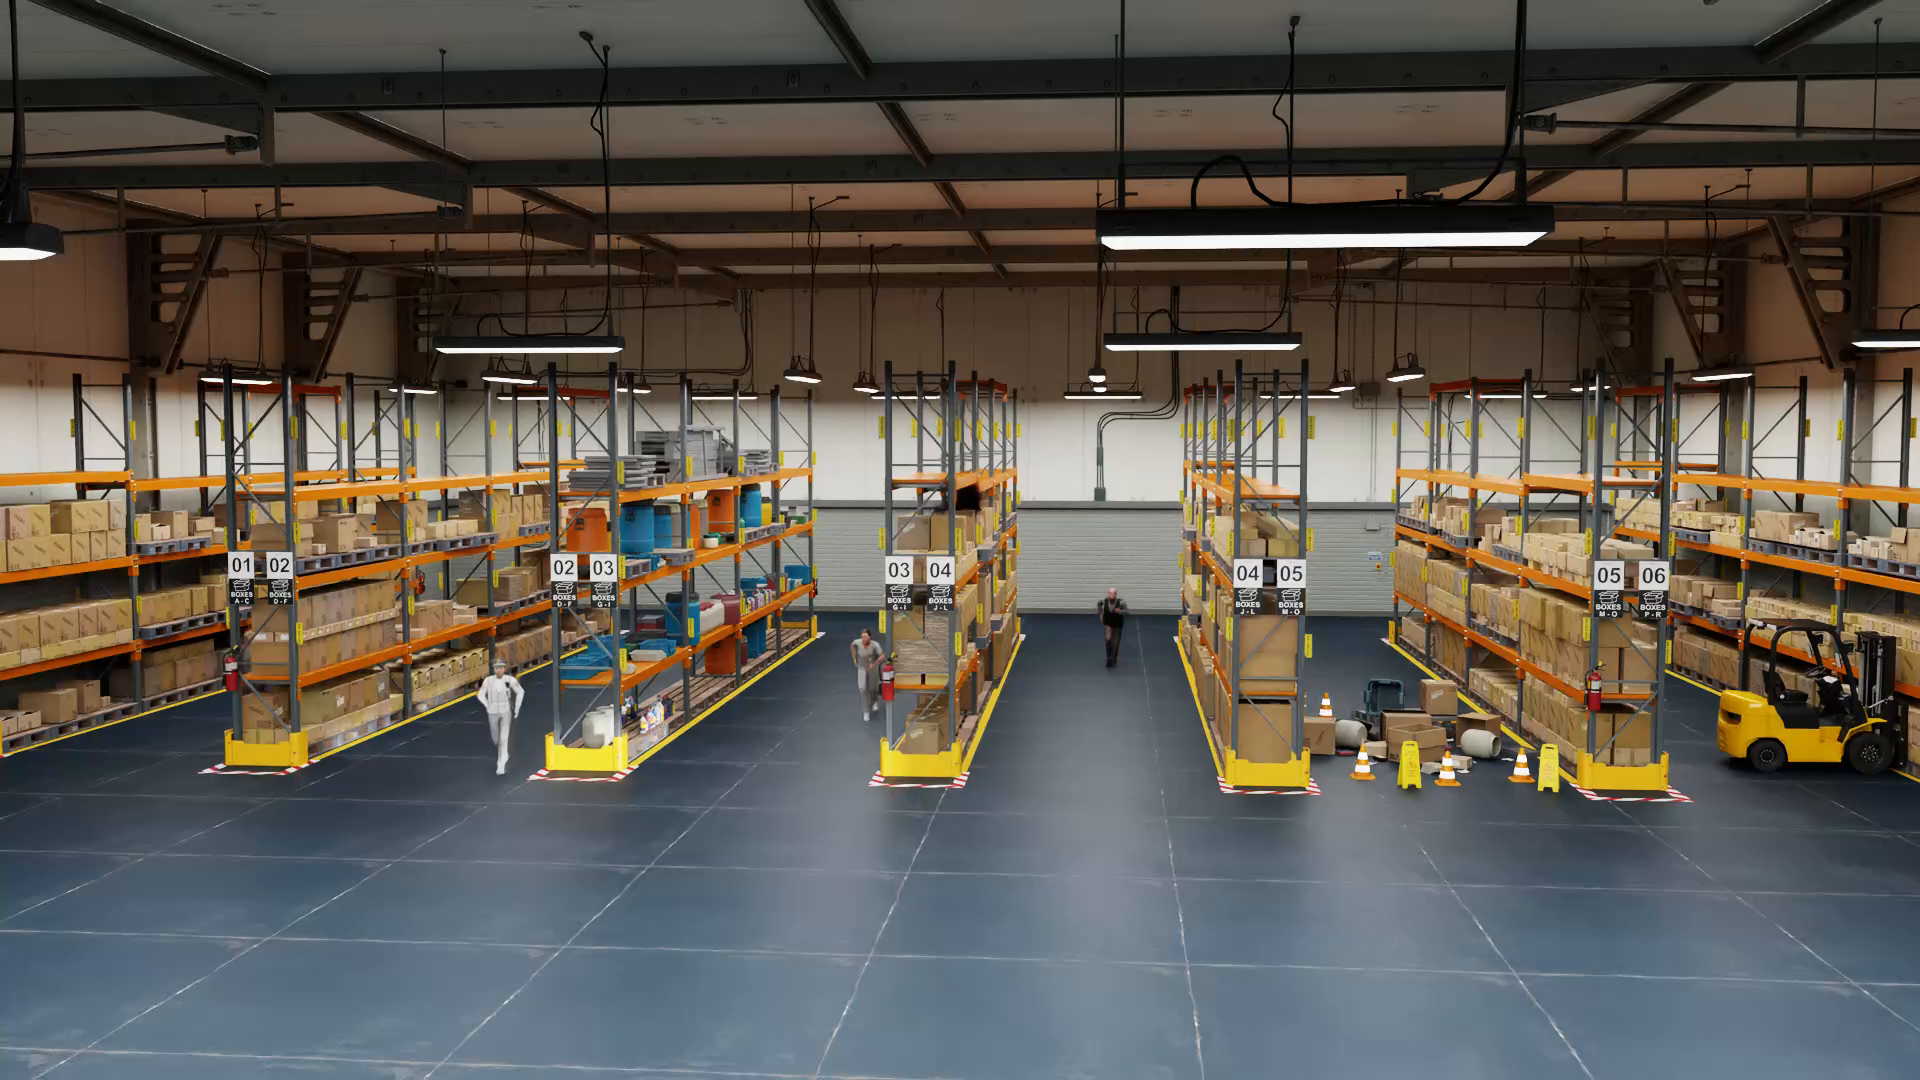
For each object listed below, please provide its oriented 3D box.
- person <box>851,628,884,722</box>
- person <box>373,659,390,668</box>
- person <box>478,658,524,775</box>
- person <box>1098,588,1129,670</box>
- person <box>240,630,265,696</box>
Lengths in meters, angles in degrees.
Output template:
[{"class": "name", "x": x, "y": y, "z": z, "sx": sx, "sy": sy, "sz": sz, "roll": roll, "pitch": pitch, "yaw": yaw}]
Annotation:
[{"class": "person", "x": -1.591, "y": 2.315, "z": 29.066, "sx": 0.602, "sy": 1.625, "sz": 1.003, "roll": 1, "pitch": 4, "yaw": 11}, {"class": "person", "x": -11.792, "y": 1.977, "z": 33.612, "sx": 0.616, "sy": 1.659, "sz": 0.531, "roll": 1, "pitch": 4, "yaw": 9}, {"class": "person", "x": -6.775, "y": 2.572, "z": 24.536, "sx": 0.656, "sy": 1.702, "sz": 0.779, "roll": 0, "pitch": 4, "yaw": -6}, {"class": "person", "x": 3.229, "y": 1.854, "z": 35.100, "sx": 0.649, "sy": 1.708, "sz": 0.934, "roll": 0, "pitch": 4, "yaw": 4}, {"class": "person", "x": -11.688, "y": 2.338, "z": 27.314, "sx": 0.700, "sy": 1.722, "sz": 0.671, "roll": 0, "pitch": 4, "yaw": -1}]
